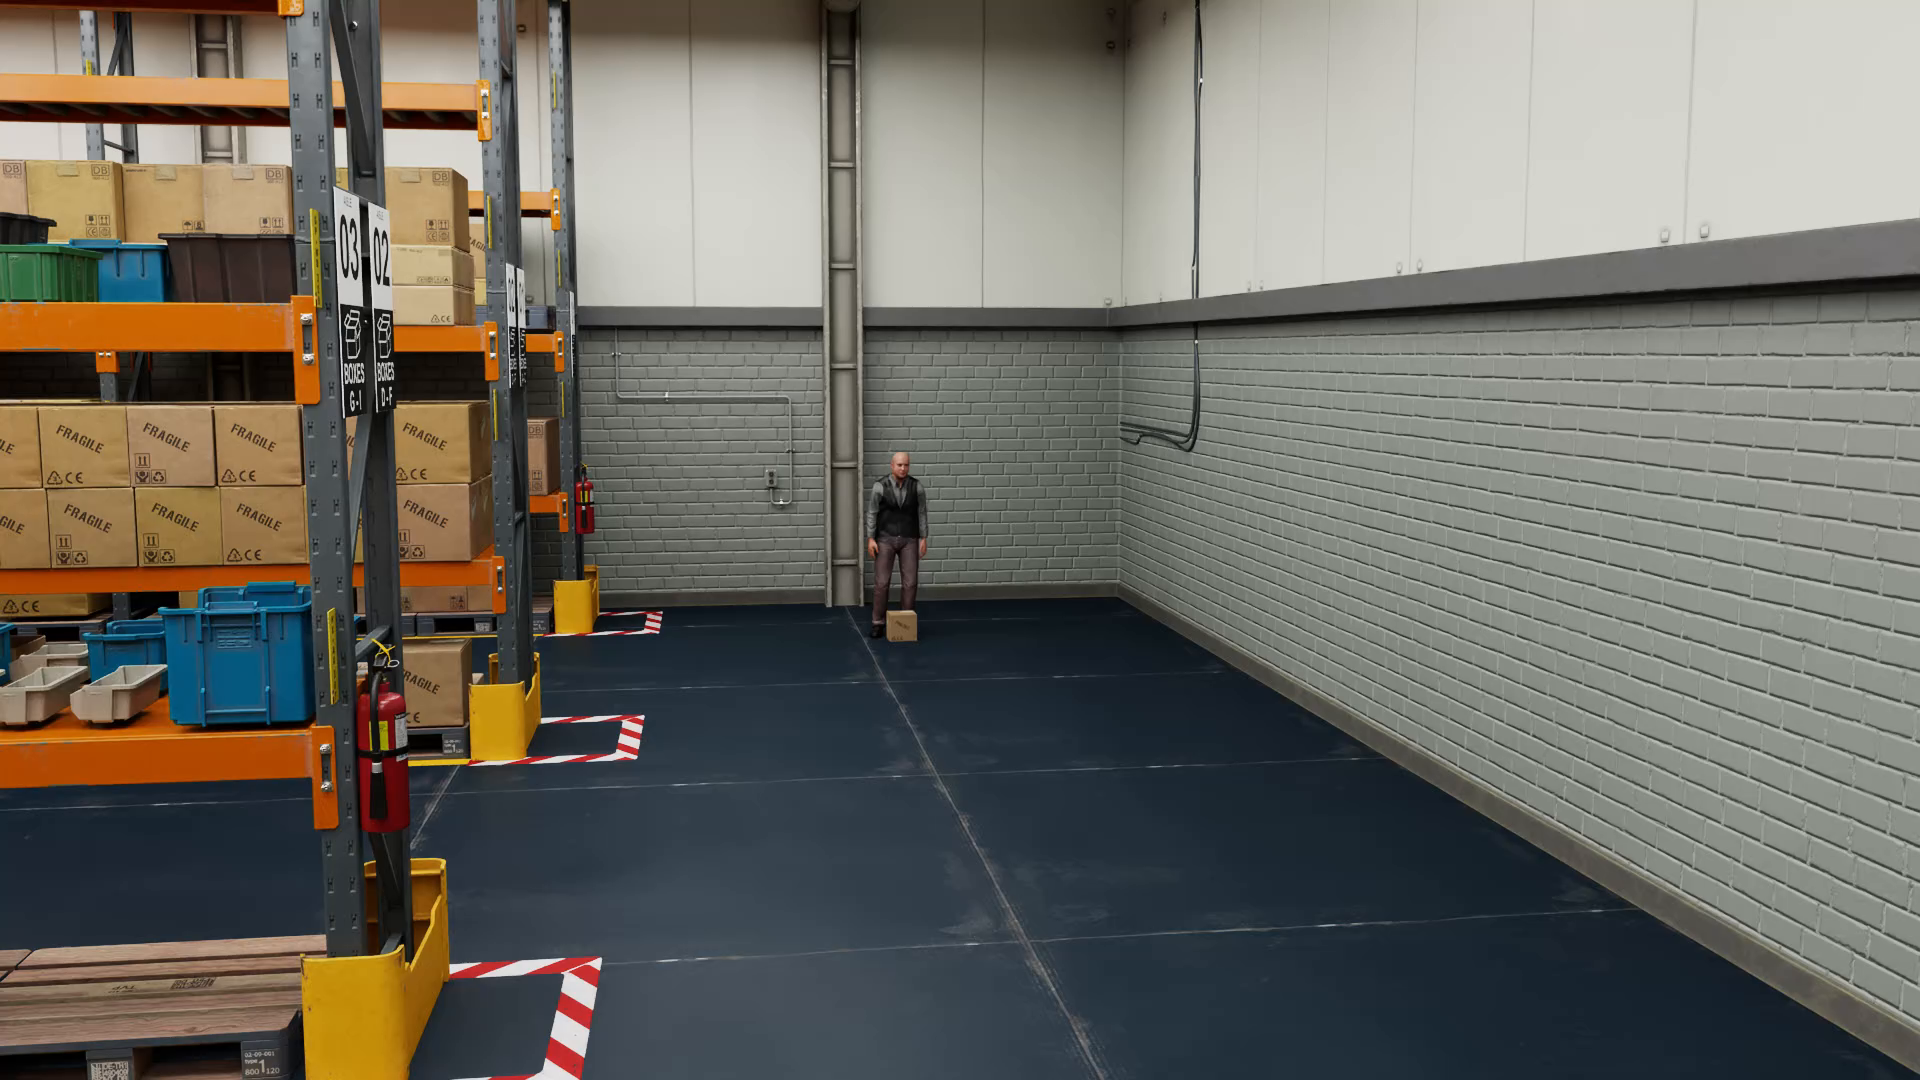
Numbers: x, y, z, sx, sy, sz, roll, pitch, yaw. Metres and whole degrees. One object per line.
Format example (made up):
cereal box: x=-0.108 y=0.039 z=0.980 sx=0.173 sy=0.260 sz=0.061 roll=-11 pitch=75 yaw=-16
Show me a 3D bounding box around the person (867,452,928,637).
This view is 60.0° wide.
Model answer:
person: x=-0.580 y=0.035 z=15.511 sx=0.584 sy=1.719 sz=0.475 roll=-1 pitch=7 yaw=-12
